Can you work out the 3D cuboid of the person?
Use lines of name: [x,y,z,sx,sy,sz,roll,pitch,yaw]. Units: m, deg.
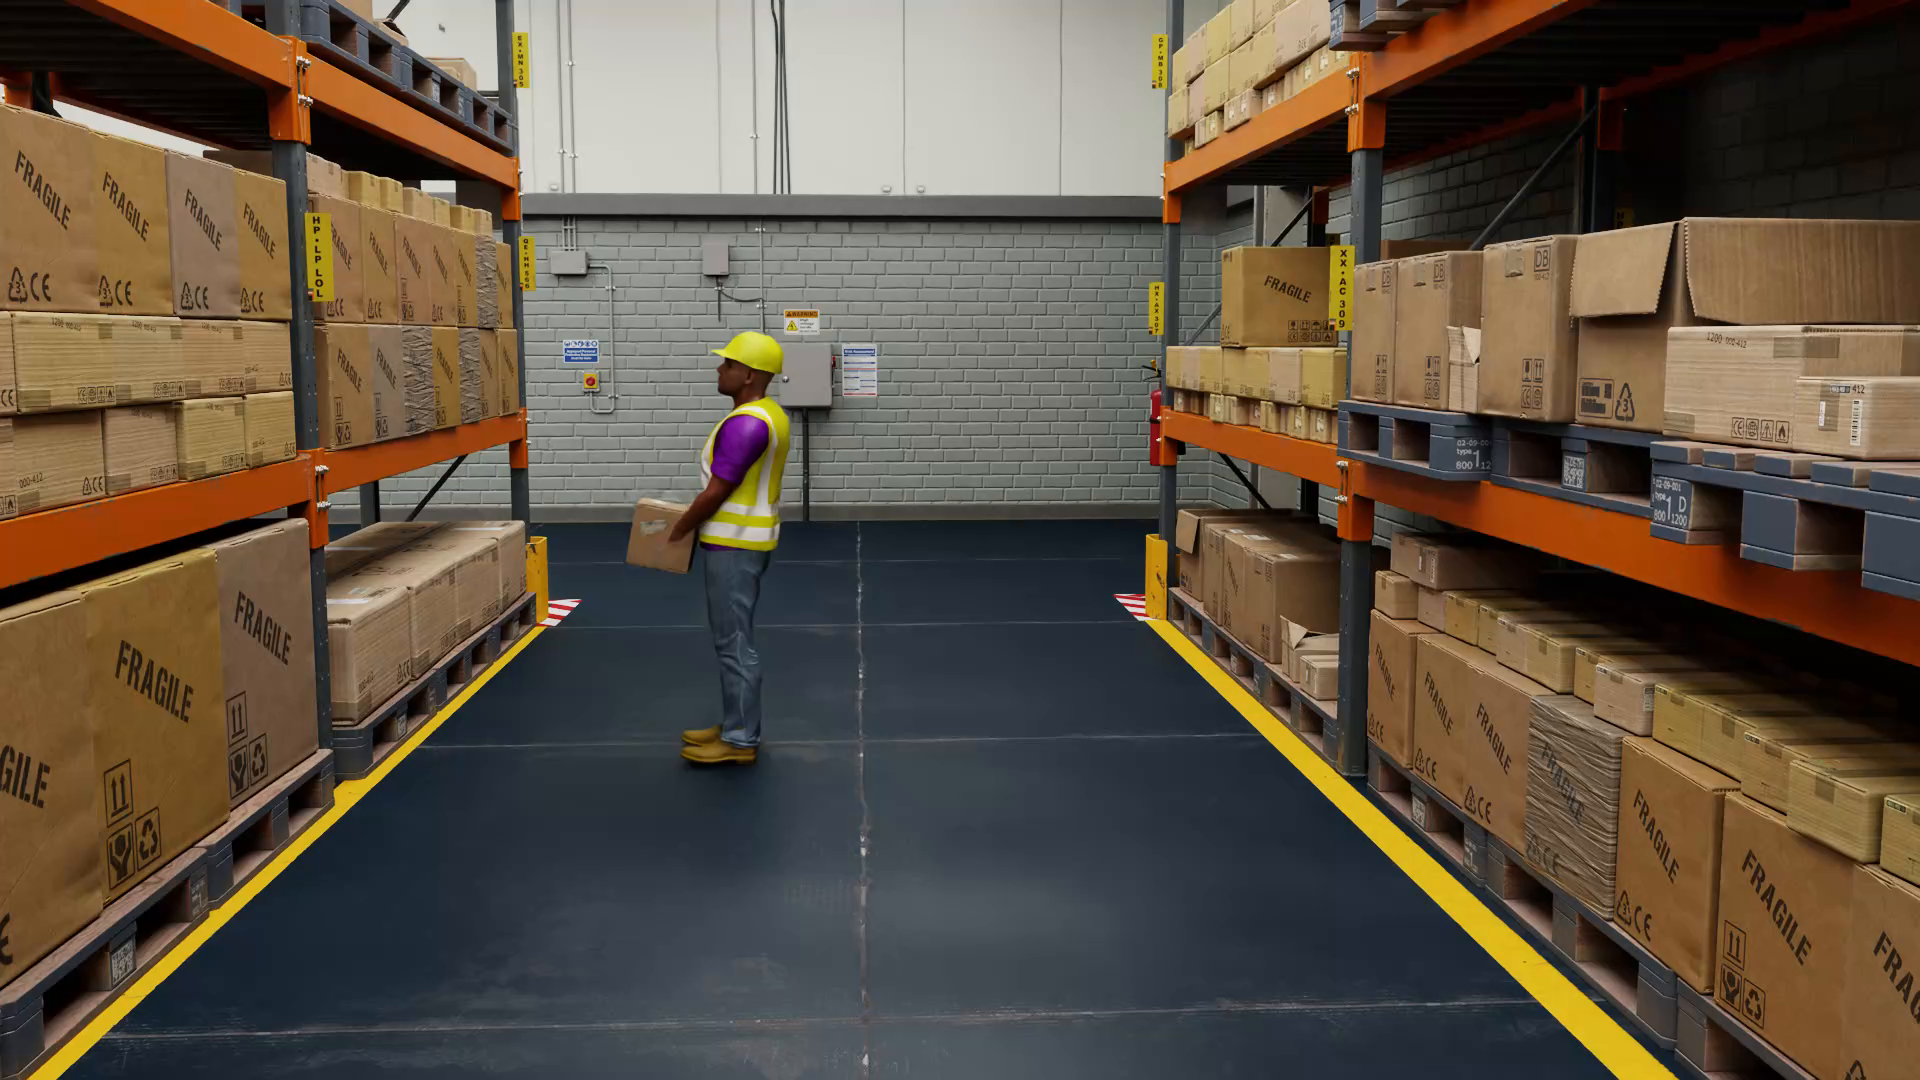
person: [-0.983,0.031,6.855,0.551,1.772,0.529,0,7,3]
